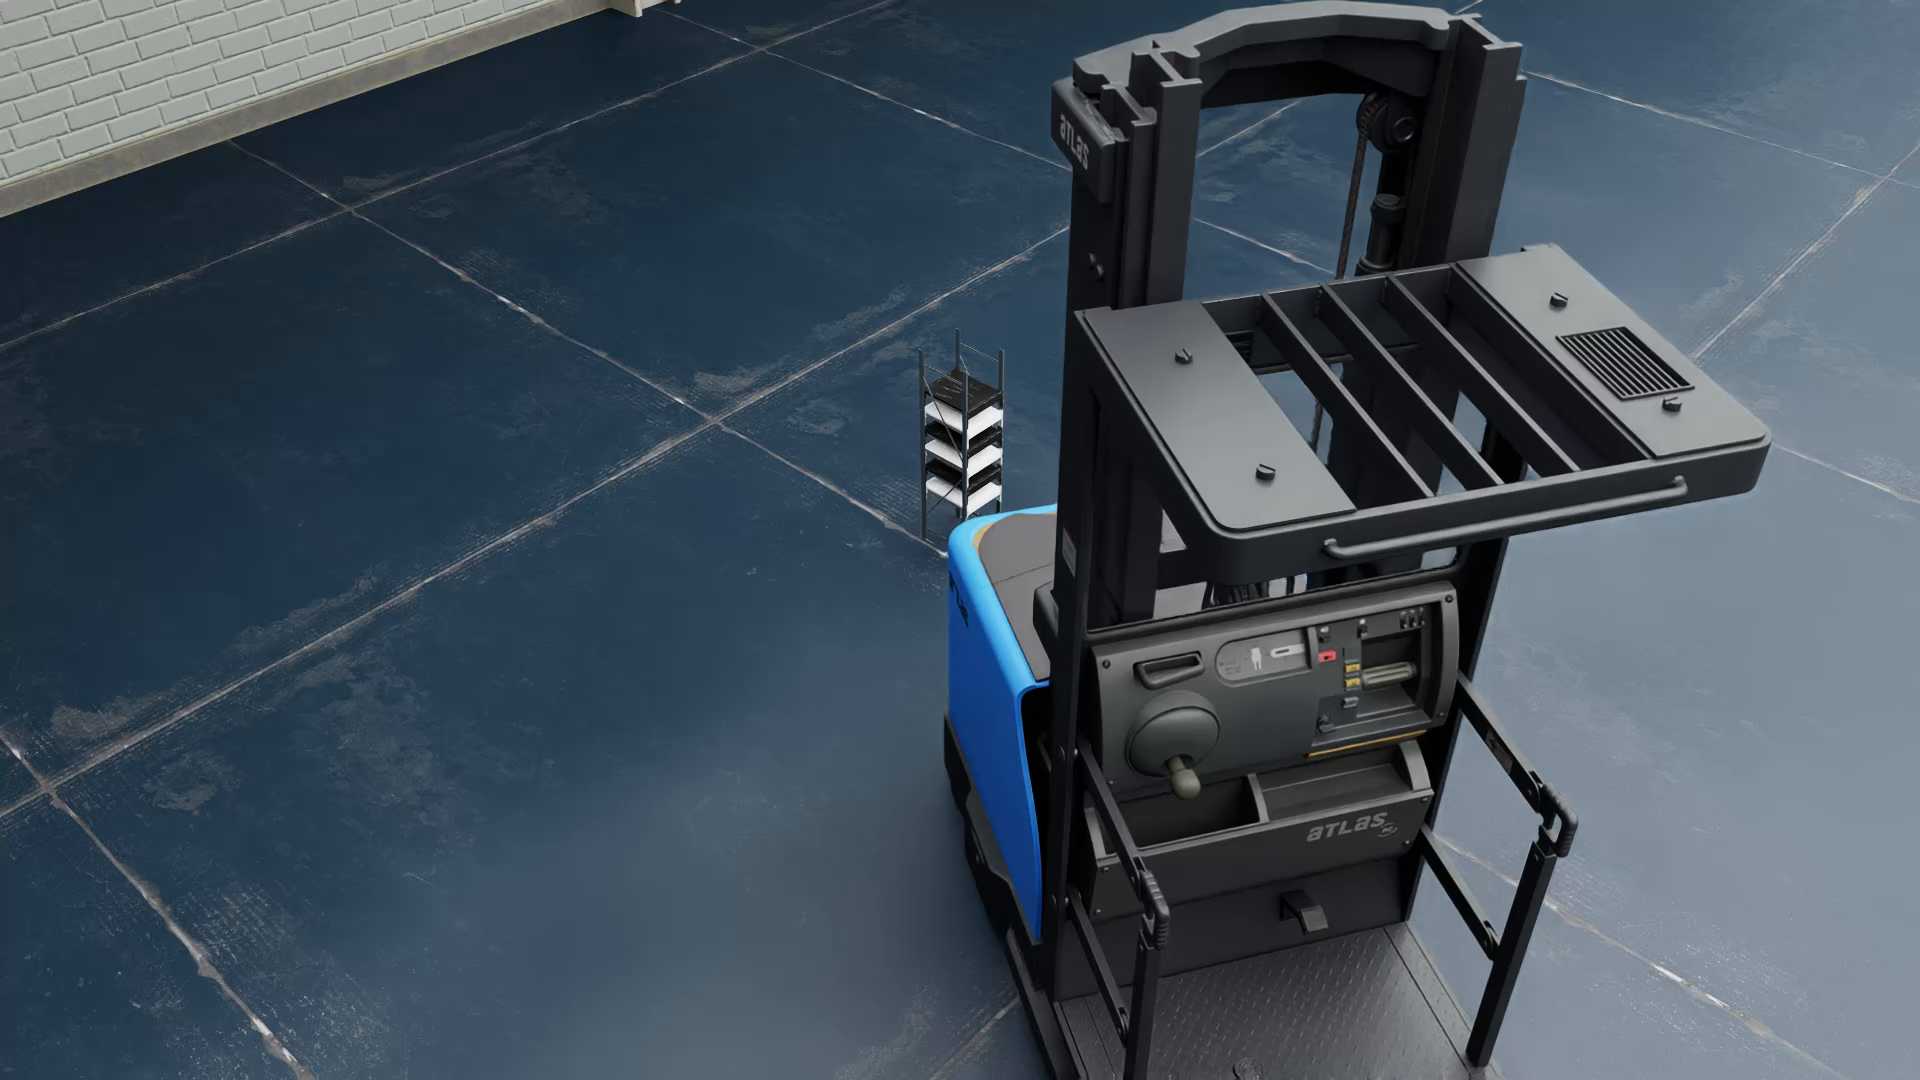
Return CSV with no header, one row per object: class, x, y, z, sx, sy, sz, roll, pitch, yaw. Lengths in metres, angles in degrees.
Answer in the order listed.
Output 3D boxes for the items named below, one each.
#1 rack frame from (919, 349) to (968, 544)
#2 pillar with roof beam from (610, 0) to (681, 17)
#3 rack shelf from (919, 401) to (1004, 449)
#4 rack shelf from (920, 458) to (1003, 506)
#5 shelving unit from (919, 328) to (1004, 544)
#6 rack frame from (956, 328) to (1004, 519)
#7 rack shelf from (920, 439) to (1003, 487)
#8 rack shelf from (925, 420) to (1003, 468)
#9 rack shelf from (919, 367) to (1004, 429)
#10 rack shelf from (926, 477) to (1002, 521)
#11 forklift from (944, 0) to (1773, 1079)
rack frame,-0.063,-0.309,6.416,0.240,0.900,0.006,30,47,32
pillar with roof beam,1.025,-5.377,6.282,9.100,9.000,0.400,30,47,32
rack shelf,0.005,-0.471,6.383,0.258,0.077,0.200,30,47,32
rack shelf,0.005,-0.259,6.551,0.258,0.077,0.200,30,47,32
shelving unit,0.005,-0.356,6.475,0.258,0.900,0.210,30,47,32
rack frame,0.074,-0.403,6.533,0.240,0.900,0.006,30,47,32
rack shelf,0.005,-0.330,6.495,0.258,0.077,0.200,30,47,32
rack shelf,0.005,-0.400,6.439,0.258,0.077,0.200,30,47,32
rack shelf,0.006,-0.541,6.327,0.258,0.077,0.200,30,47,32
rack shelf,0.005,-0.189,6.607,0.258,0.077,0.200,30,47,32
forklift,0.829,0.439,3.842,1.130,2.935,3.031,-10,40,-12
